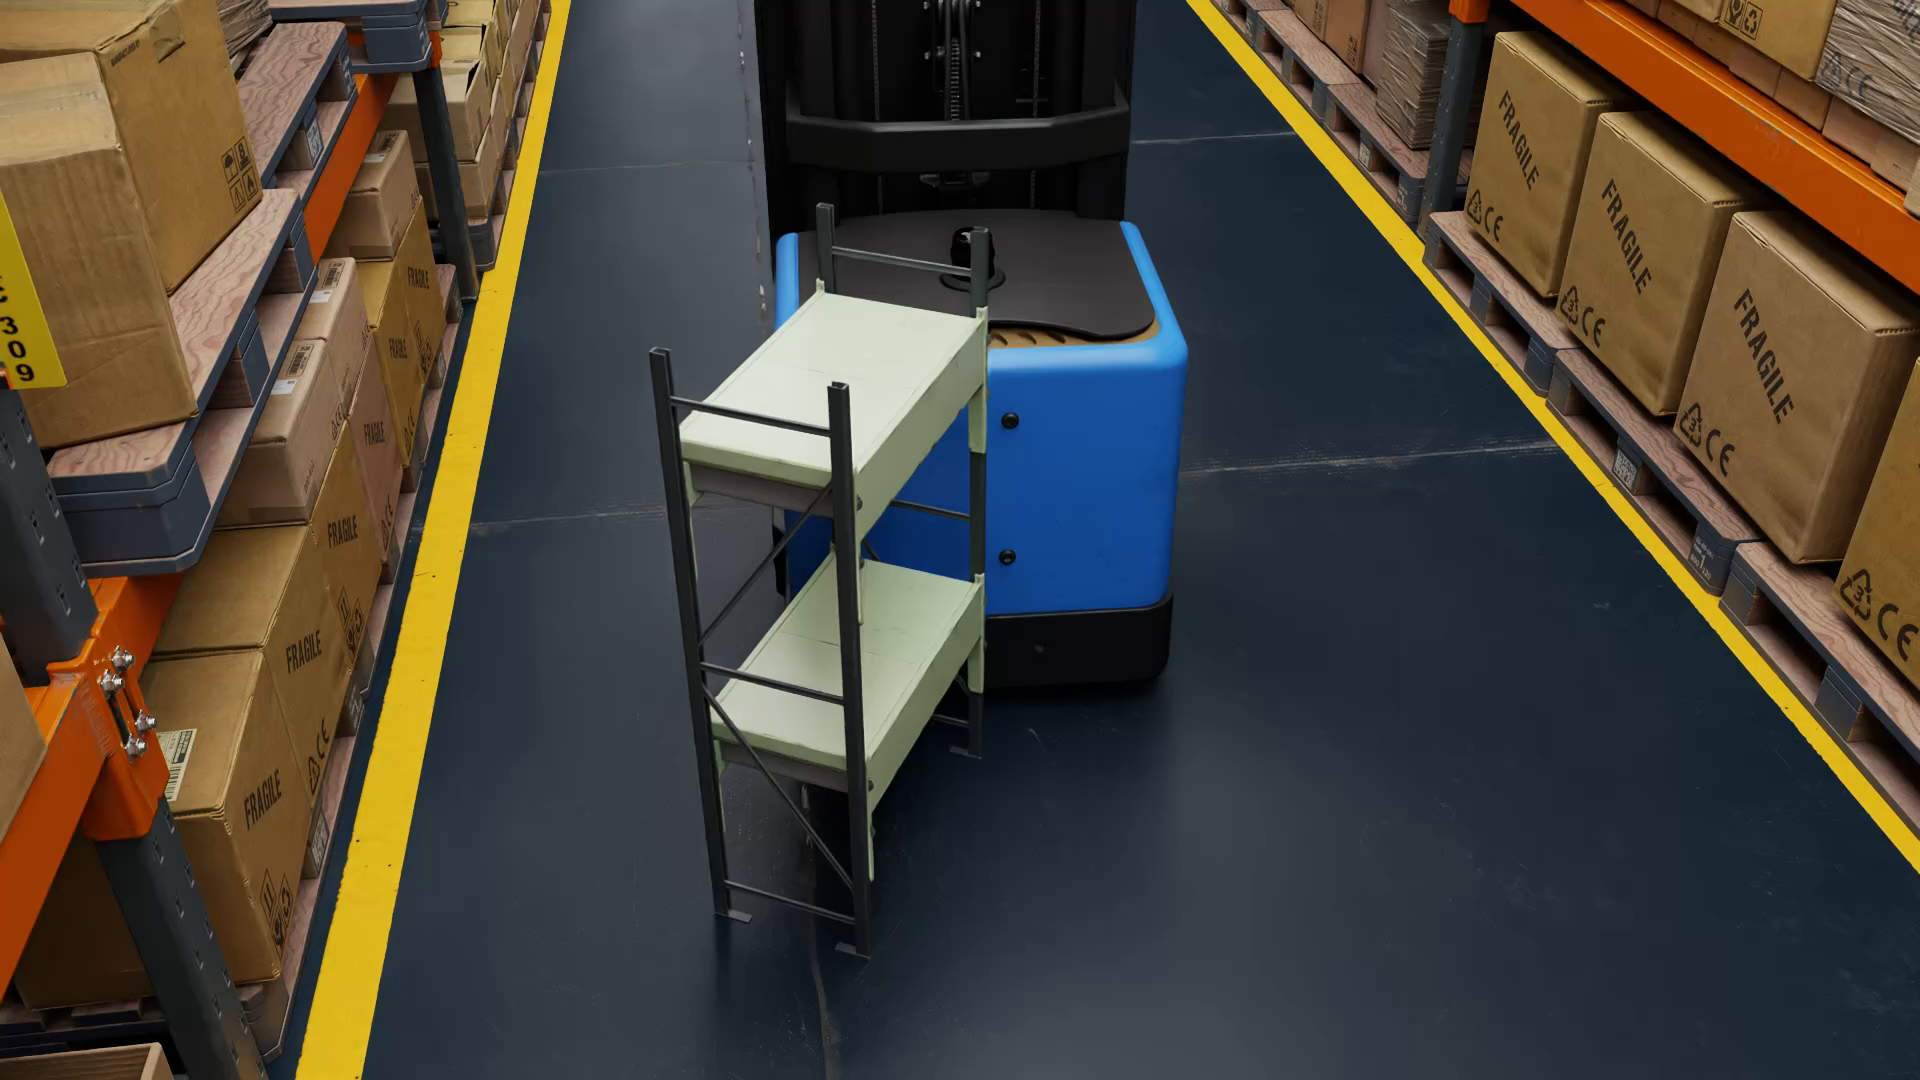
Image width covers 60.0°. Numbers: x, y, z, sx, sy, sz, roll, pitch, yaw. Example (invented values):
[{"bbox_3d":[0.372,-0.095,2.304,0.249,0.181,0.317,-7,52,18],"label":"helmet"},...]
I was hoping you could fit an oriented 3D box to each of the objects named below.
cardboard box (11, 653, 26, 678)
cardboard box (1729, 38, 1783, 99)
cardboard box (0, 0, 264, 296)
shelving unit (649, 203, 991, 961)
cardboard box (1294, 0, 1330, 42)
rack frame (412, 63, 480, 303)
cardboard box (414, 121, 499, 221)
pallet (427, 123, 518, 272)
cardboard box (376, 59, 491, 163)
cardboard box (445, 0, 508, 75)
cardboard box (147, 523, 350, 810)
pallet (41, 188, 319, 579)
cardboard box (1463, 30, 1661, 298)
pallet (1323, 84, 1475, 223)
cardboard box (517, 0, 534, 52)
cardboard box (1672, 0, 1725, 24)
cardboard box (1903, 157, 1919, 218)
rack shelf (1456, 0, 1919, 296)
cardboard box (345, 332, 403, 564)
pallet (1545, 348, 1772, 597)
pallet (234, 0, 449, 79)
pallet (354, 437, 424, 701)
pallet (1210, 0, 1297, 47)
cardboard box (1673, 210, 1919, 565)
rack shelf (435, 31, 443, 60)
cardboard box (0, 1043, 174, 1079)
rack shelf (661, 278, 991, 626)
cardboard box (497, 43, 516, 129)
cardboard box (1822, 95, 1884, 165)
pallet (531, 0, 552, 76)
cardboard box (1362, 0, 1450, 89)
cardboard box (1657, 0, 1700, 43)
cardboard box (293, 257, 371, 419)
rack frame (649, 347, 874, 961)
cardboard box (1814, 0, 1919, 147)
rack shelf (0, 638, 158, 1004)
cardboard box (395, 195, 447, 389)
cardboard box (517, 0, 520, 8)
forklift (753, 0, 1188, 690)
[{"bbox_3d":[-2.305,0.366,3.878,0.500,0.500,0.500,-4,35,-6],"label":"cardboard box"},{"bbox_3d":[2.506,-1.412,4.864,0.380,0.149,0.250,-4,34,-6],"label":"cardboard box"},{"bbox_3d":[-1.893,-0.830,3.342,0.700,0.500,0.500,1,34,1],"label":"cardboard box"},{"bbox_3d":[-0.259,0.111,3.755,0.431,1.500,0.755,12,36,17],"label":"shelving unit"},{"bbox_3d":[2.199,-2.963,8.764,0.700,0.500,0.500,-4,34,-6],"label":"cardboard box"},{"bbox_3d":[-2.434,-2.187,5.795,1.000,3.000,0.127,-4,35,-6],"label":"rack frame"},{"bbox_3d":[-2.213,-1.539,6.913,0.500,0.250,0.500,-4,35,-7],"label":"cardboard box"},{"bbox_3d":[-2.506,-1.497,7.259,1.003,0.211,1.213,-4,35,-6],"label":"pallet"},{"bbox_3d":[-2.213,-1.770,6.755,0.500,0.311,0.500,-3,34,-5],"label":"cardboard box"},{"bbox_3d":[-2.359,-2.348,7.602,0.500,0.311,0.500,-5,35,-8],"label":"cardboard box"},{"bbox_3d":[-1.802,0.311,3.959,0.500,0.500,0.500,-4,34,-6],"label":"cardboard box"},{"bbox_3d":[-1.895,-0.330,3.241,1.003,0.211,1.213,-4,35,-6],"label":"pallet"},{"bbox_3d":[2.443,-1.429,6.219,0.750,0.750,0.750,-5,35,-7],"label":"cardboard box"},{"bbox_3d":[2.371,-1.848,7.774,1.003,0.211,1.213,-4,35,-6],"label":"pallet"},{"bbox_3d":[-2.493,-2.679,8.586,0.500,0.250,0.500,-4,34,-5],"label":"cardboard box"},{"bbox_3d":[2.413,-1.876,4.969,0.500,0.500,0.500,-5,35,-7],"label":"cardboard box"},{"bbox_3d":[2.545,-0.834,4.015,0.380,0.149,0.250,-4,35,-6],"label":"cardboard box"},{"bbox_3d":[2.743,-1.151,4.914,1.077,0.370,4.000,-4,35,-6],"label":"rack shelf"},{"bbox_3d":[-1.930,-0.250,4.783,0.500,0.500,0.500,-6,35,-8],"label":"cardboard box"},{"bbox_3d":[2.666,-0.287,5.484,1.003,0.211,1.213,-4,35,-6],"label":"pallet"},{"bbox_3d":[-2.273,-1.735,5.302,1.213,0.211,1.003,-4,35,-6],"label":"pallet"},{"bbox_3d":[-2.210,0.064,4.968,1.003,0.211,1.213,-4,35,-6],"label":"pallet"},{"bbox_3d":[2.042,-3.210,9.772,1.003,0.211,1.213,-4,35,-6],"label":"pallet"},{"bbox_3d":[2.673,-0.466,4.806,0.750,0.750,0.750,-3,34,-5],"label":"cardboard box"},{"bbox_3d":[-2.703,-3.006,7.636,1.077,0.370,4.000,-4,35,-6],"label":"rack shelf"},{"bbox_3d":[-1.538,1.193,2.665,0.500,0.500,0.500,-4,35,-6],"label":"cardboard box"},{"bbox_3d":[-0.259,-0.211,3.535,0.431,0.370,0.720,12,36,17],"label":"rack shelf"},{"bbox_3d":[-2.358,-2.109,7.749,0.500,0.250,0.500,-5,35,-8],"label":"cardboard box"},{"bbox_3d":[2.559,-1.116,4.429,0.380,0.149,0.250,-5,35,-8],"label":"cardboard box"},{"bbox_3d":[-2.834,-2.859,9.257,1.003,0.211,1.213,-4,35,-6],"label":"pallet"},{"bbox_3d":[2.372,-2.407,7.948,0.700,0.500,0.500,-4,35,-6],"label":"cardboard box"},{"bbox_3d":[2.466,-1.696,5.281,0.380,0.149,0.250,-4,34,-5],"label":"cardboard box"},{"bbox_3d":[-1.922,-0.540,4.542,0.500,0.250,0.500,-5,35,-7],"label":"cardboard box"},{"bbox_3d":[-0.390,0.304,3.473,0.400,1.500,0.023,12,36,17],"label":"rack frame"},{"bbox_3d":[2.563,-1.308,4.135,0.500,0.500,0.500,-4,35,-6],"label":"cardboard box"},{"bbox_3d":[-1.627,1.459,1.085,1.077,0.370,4.000,-4,35,-6],"label":"rack shelf"},{"bbox_3d":[-2.076,-0.832,5.636,0.500,0.500,0.500,-3,34,-5],"label":"cardboard box"},{"bbox_3d":[-2.492,-2.915,8.435,0.500,0.311,0.500,-4,35,-7],"label":"cardboard box"},{"bbox_3d":[-0.063,-1.597,4.991,1.130,2.935,3.031,-3,34,-4],"label":"forklift"}]
